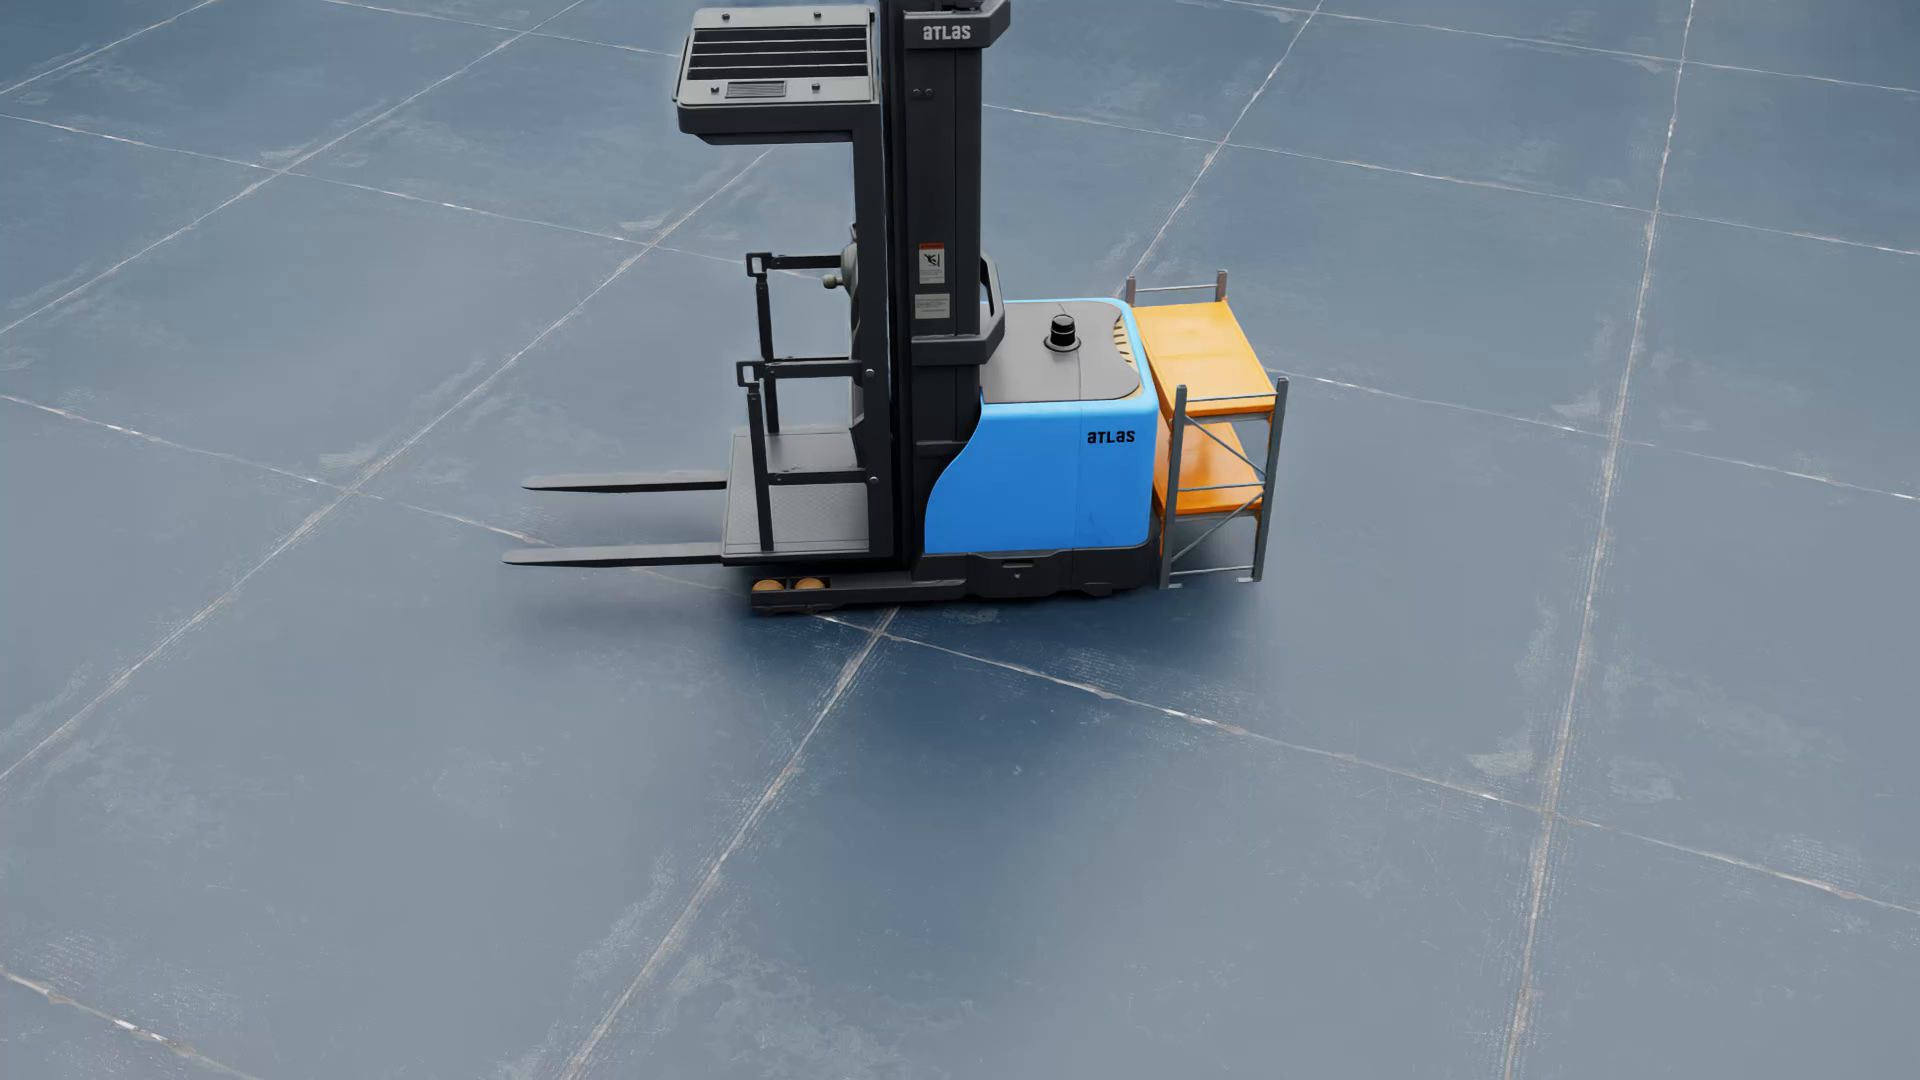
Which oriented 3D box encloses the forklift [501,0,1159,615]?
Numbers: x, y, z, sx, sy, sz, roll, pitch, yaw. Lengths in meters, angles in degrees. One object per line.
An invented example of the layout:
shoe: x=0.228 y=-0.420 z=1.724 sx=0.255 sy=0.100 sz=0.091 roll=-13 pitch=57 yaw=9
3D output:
forklift: x=-0.646 y=-1.150 z=7.341 sx=3.031 sy=2.935 sz=1.130 roll=-2 pitch=37 yaw=-3

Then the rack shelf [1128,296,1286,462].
rack shelf: x=1.128 y=-0.778 z=7.862 sx=0.538 sy=0.278 sz=1.000 roll=-5 pitch=37 yaw=-6

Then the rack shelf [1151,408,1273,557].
rack shelf: x=1.128 y=-0.347 z=8.184 sx=0.538 sy=0.278 sz=1.000 roll=-5 pitch=37 yaw=-6

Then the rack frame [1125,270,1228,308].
rack frame: x=1.058 y=-0.845 z=8.441 sx=0.500 sy=1.125 sz=0.032 roll=-5 pitch=37 yaw=-6

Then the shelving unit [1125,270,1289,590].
shelving unit: x=1.128 y=-0.543 z=8.037 sx=0.538 sy=1.125 sz=1.048 roll=-5 pitch=37 yaw=-6

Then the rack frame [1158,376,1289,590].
rack frame: x=1.198 y=-0.242 z=7.634 sx=0.500 sy=1.125 sz=0.032 roll=-5 pitch=37 yaw=-6
